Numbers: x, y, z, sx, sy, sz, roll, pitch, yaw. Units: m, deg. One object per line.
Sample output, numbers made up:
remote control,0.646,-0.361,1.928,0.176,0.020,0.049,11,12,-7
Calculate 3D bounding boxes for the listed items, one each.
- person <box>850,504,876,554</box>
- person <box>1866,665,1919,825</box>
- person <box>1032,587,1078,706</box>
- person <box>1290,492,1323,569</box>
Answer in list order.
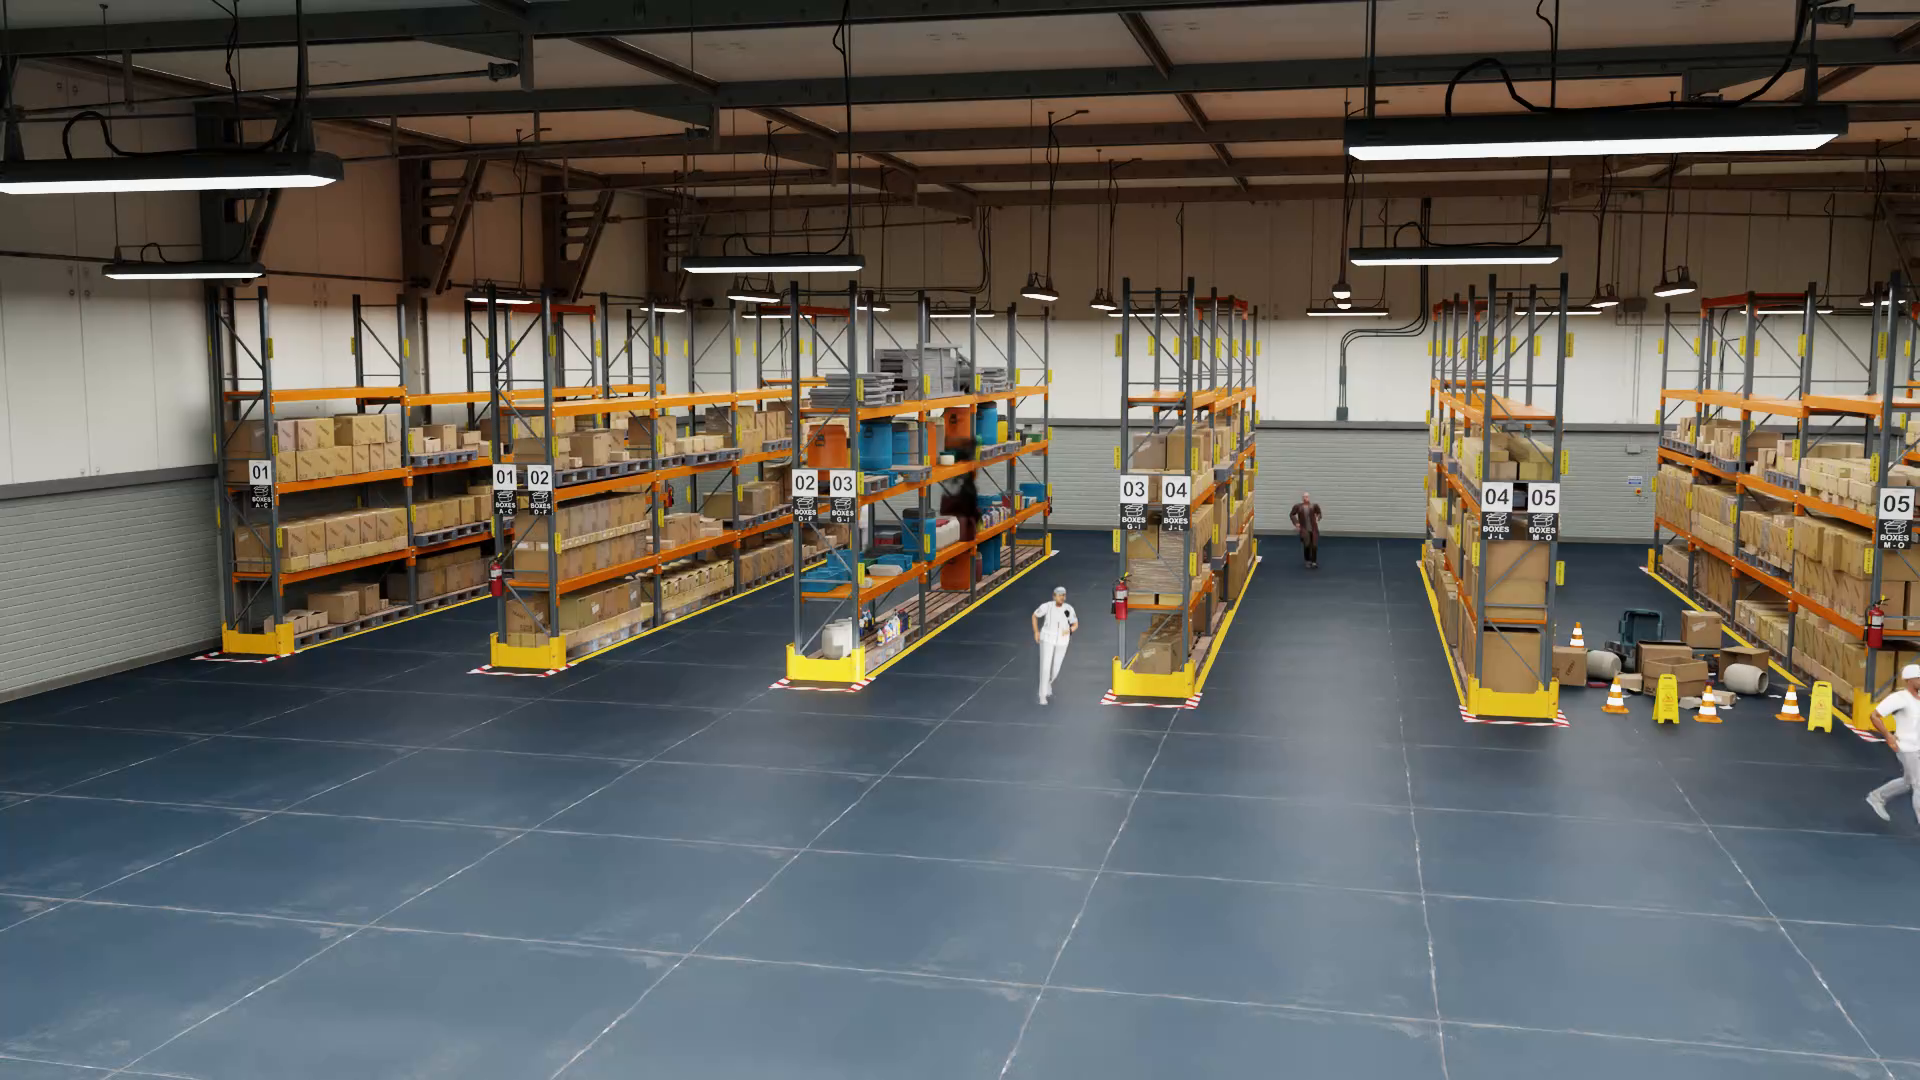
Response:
person,-2.156,-0.272,36.057,0.632,1.802,0.917,0,7,3
person,9.792,2.146,17.068,0.703,1.749,0.962,-4,8,-30
person,1.355,1.505,23.722,0.649,1.720,0.758,-1,7,-8
person,7.921,-0.206,37.967,0.718,1.768,0.713,0,7,2
